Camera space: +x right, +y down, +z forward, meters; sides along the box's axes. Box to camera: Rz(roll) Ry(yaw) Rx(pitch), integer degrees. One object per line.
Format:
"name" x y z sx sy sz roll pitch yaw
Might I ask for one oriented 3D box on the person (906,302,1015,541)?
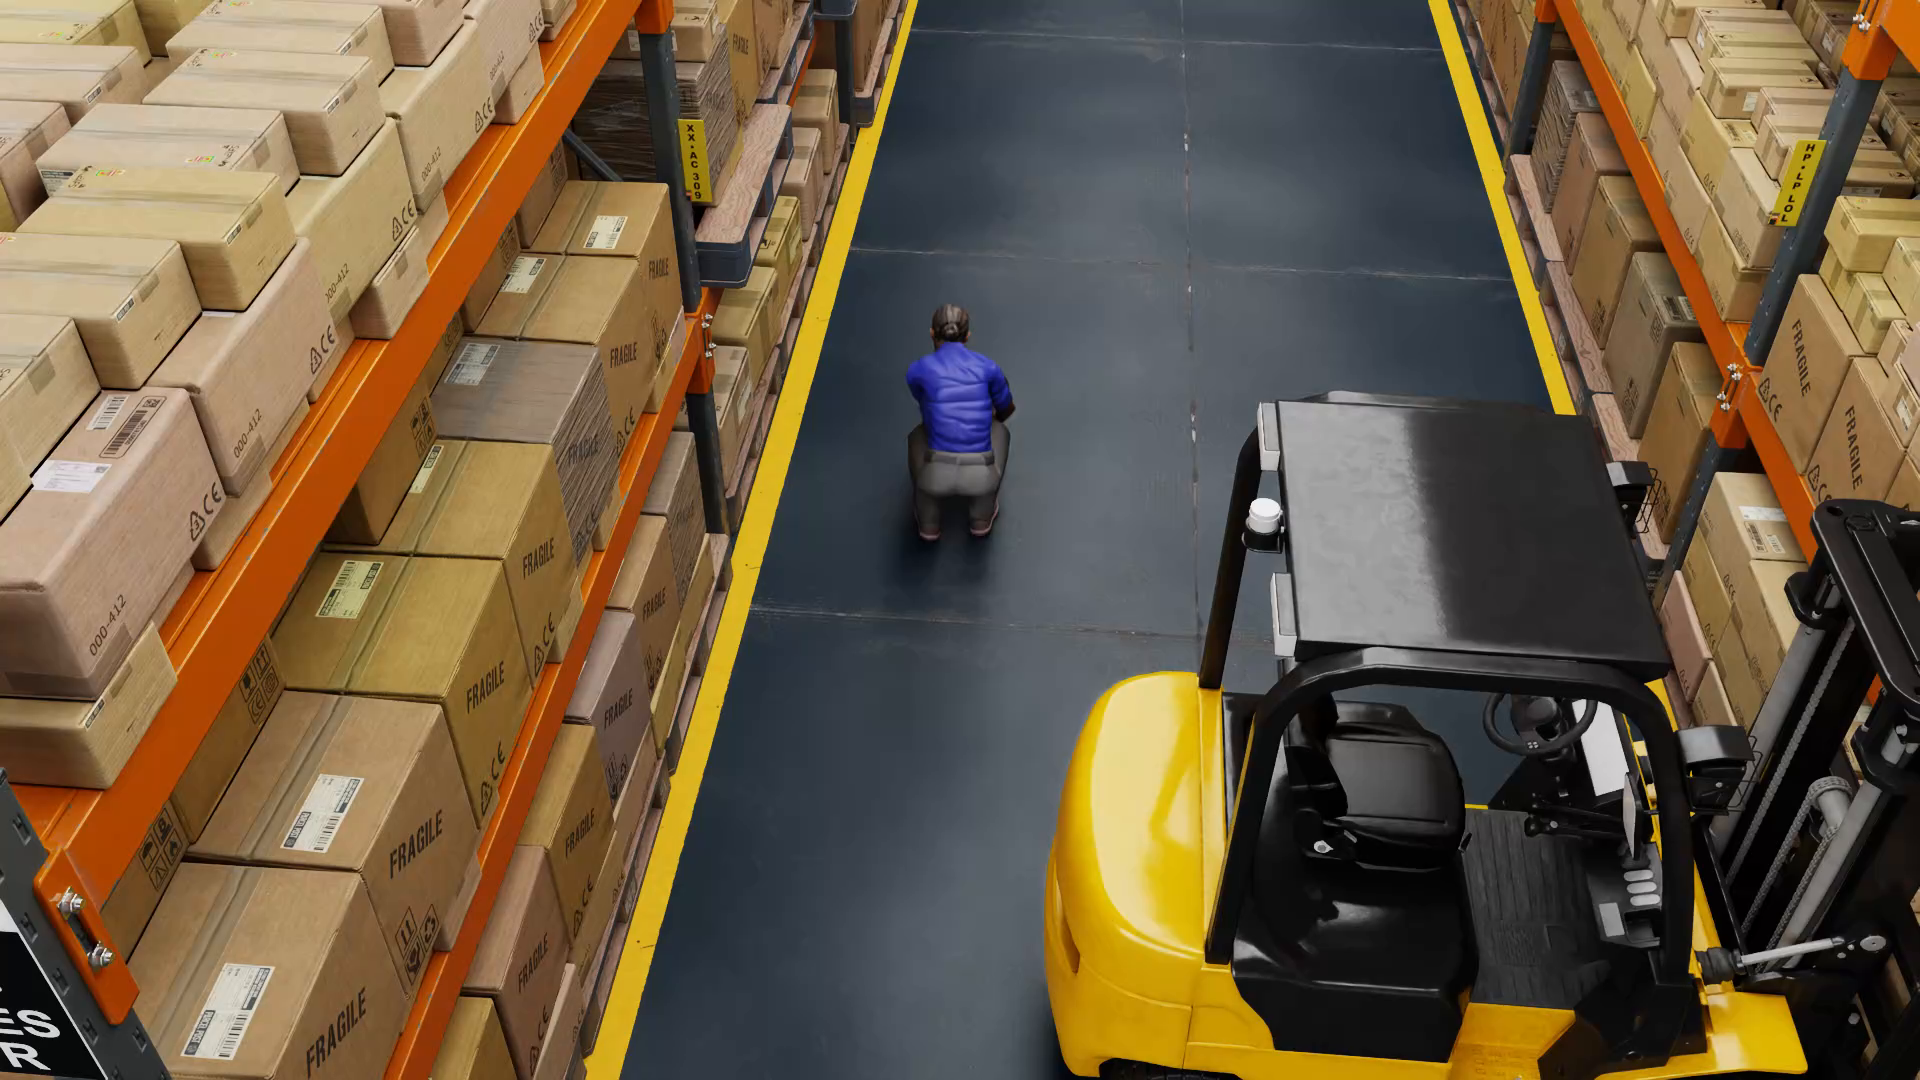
"person" -0.002 -0.522 7.347 0.483 0.937 0.827 2 40 3
